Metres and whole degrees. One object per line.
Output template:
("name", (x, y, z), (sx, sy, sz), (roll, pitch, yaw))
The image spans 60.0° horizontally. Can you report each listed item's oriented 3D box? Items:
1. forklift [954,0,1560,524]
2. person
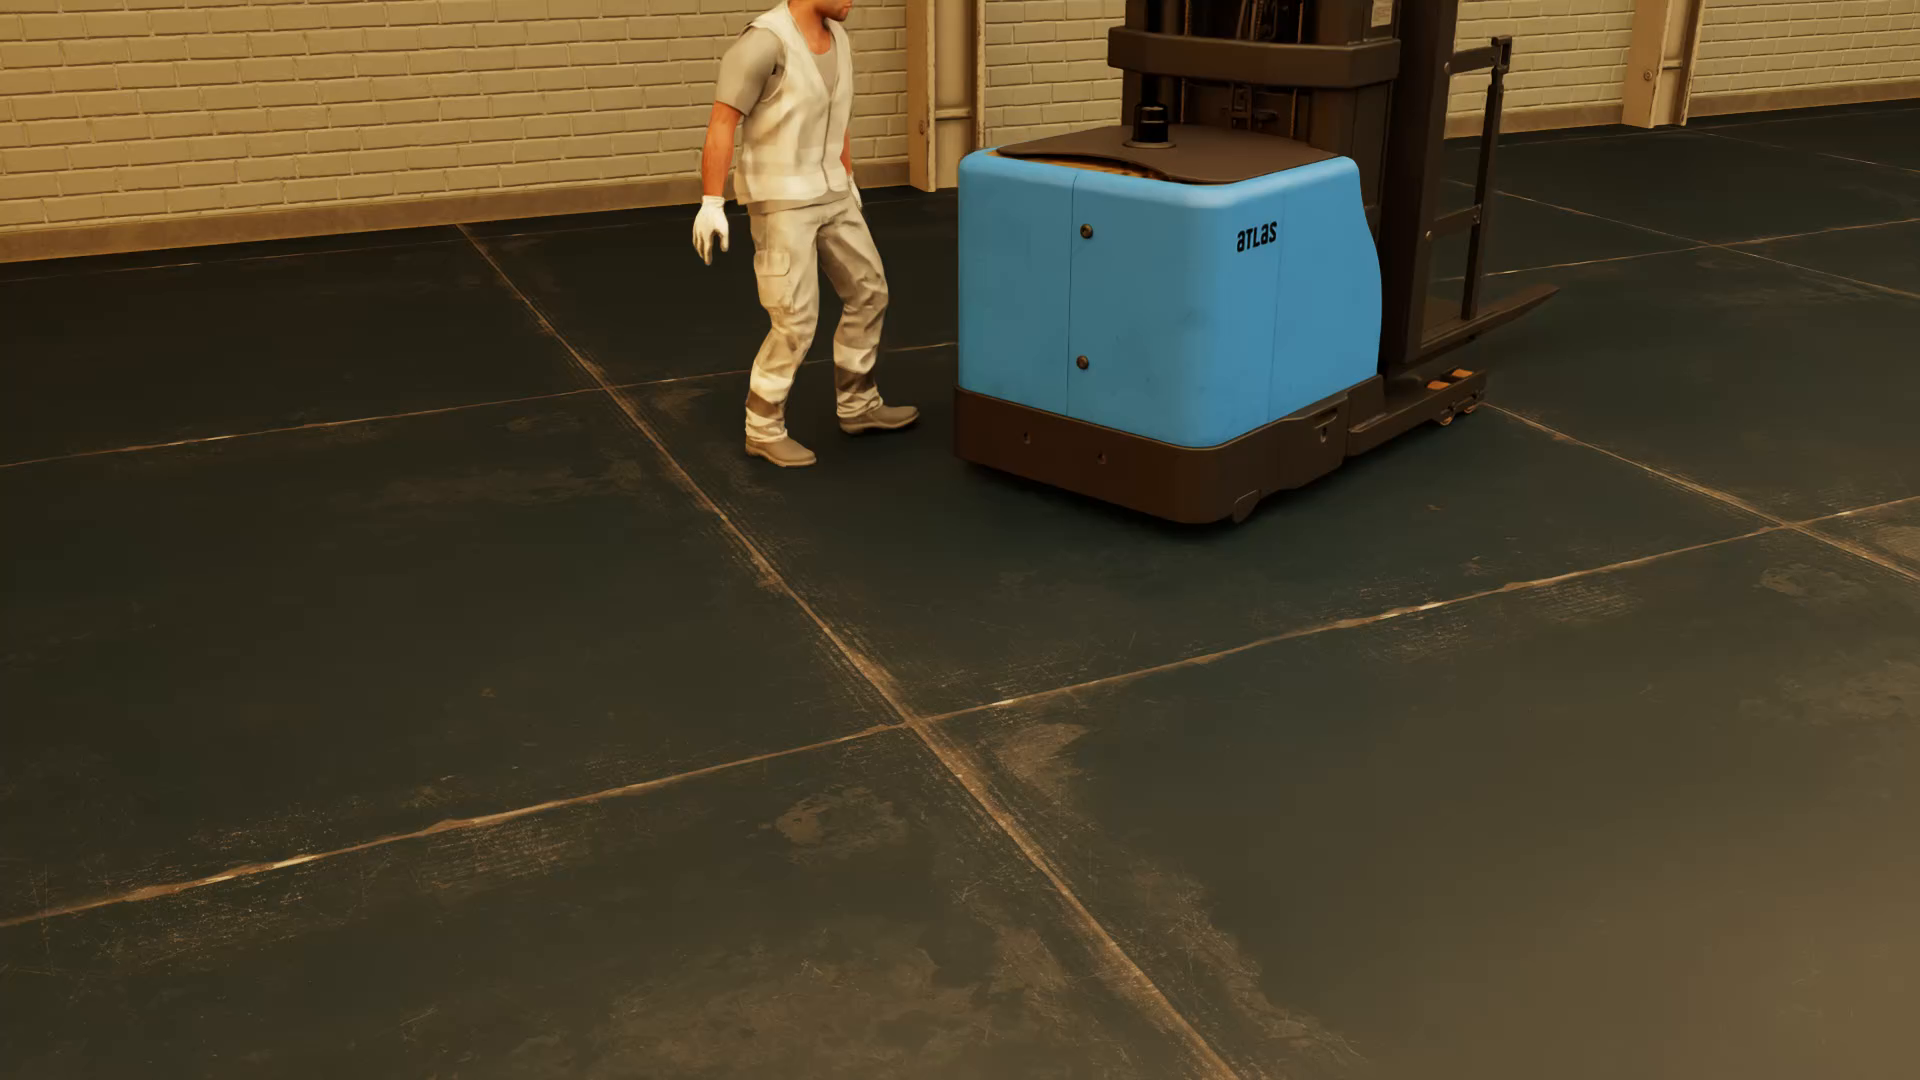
("forklift", (1.330, -1.886, 5.827), (1.130, 2.935, 3.031), (19, 29, 38))
("person", (-0.492, -1.115, 5.526), (0.444, 1.749, 0.873), (14, 26, 30))
